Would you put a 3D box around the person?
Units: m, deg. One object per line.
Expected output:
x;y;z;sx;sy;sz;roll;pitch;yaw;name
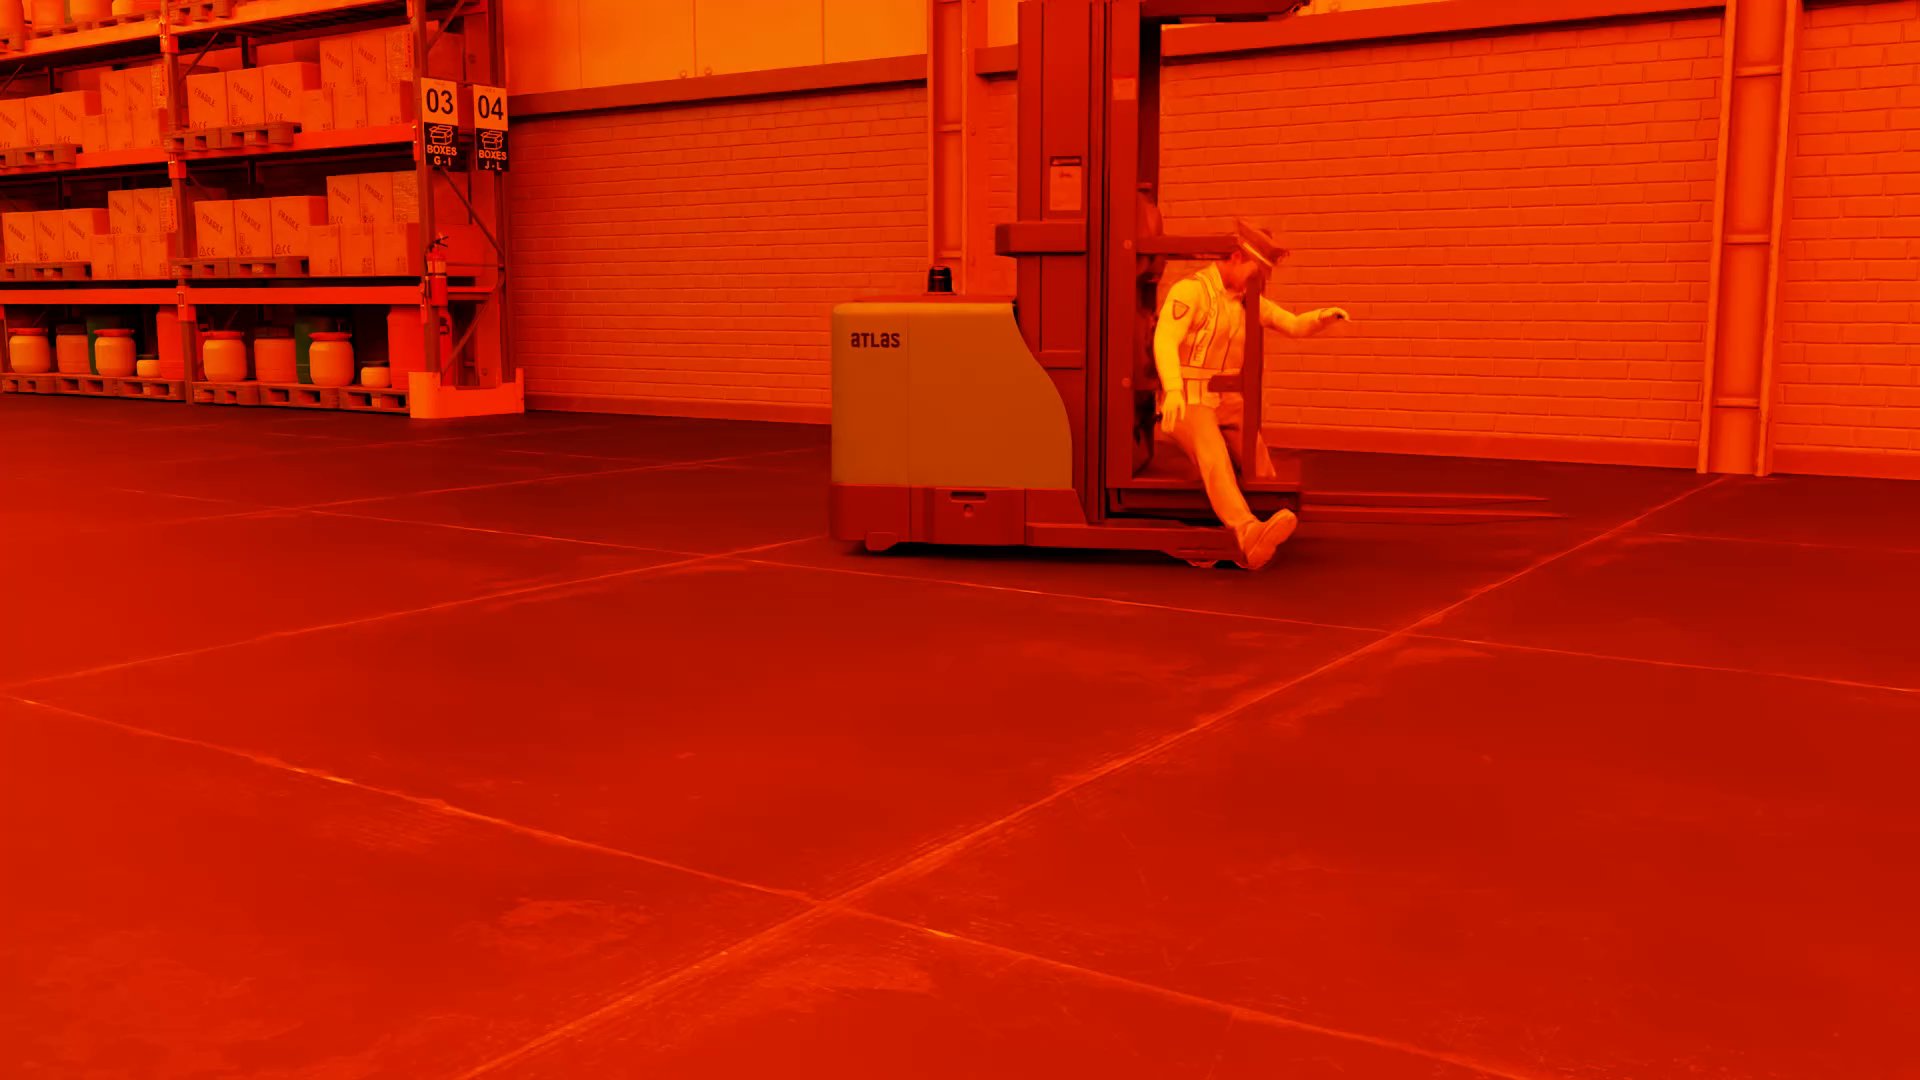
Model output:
1.170;-0.563;6.631;0.912;1.422;1.124;-5;10;-33;person

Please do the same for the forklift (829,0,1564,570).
1.006;-1.412;7.119;3.031;2.935;1.130;2;8;11;forklift
